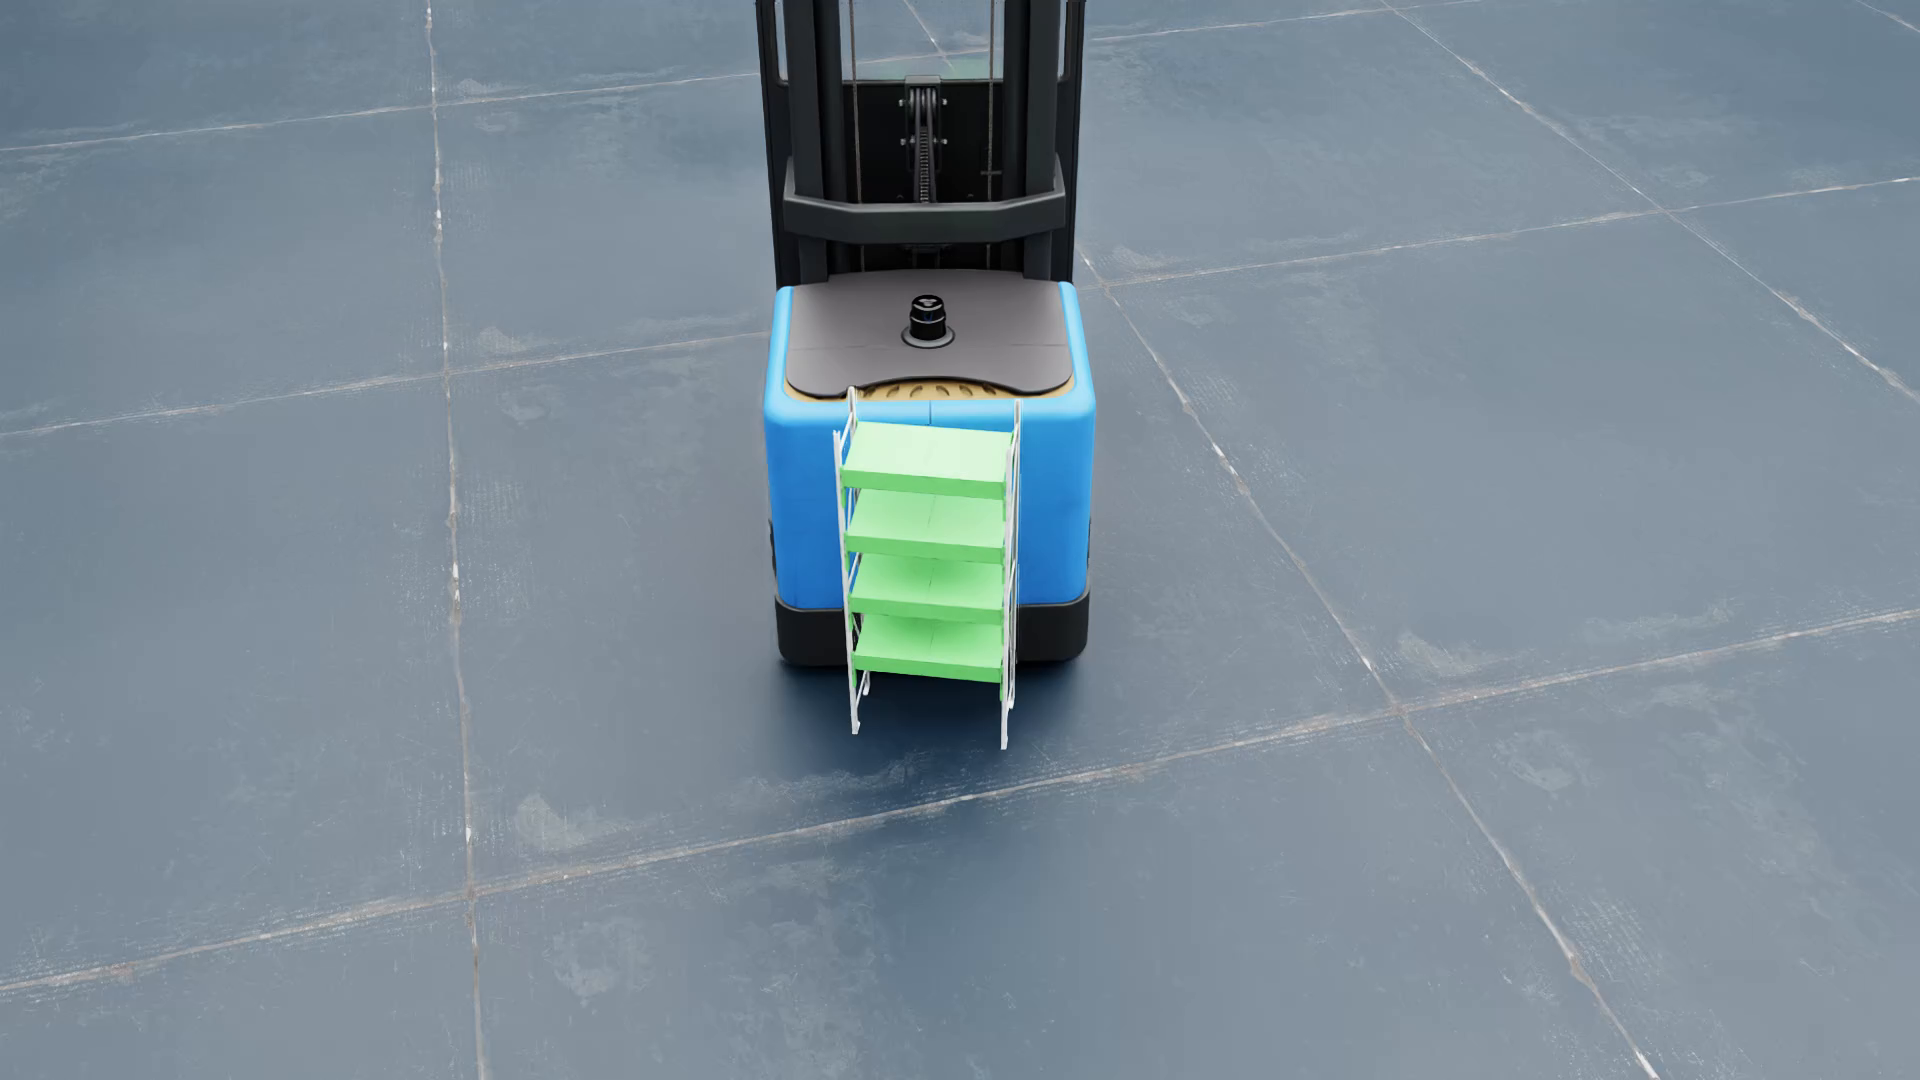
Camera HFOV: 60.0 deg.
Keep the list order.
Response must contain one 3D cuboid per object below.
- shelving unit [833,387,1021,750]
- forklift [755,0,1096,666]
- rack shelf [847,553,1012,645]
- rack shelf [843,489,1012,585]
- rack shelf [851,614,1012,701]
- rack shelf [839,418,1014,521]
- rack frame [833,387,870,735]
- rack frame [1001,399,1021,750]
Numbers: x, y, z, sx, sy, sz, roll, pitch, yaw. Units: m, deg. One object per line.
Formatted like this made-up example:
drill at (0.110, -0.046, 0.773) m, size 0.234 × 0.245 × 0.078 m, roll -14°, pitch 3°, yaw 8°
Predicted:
shelving unit at (-0.088, 0.116, 5.105) m, size 0.503 × 1.200 × 0.258 m, roll 5°, pitch 39°, yaw 6°
forklift at (-0.139, -1.612, 5.945) m, size 1.130 × 2.935 × 3.031 m, roll -1°, pitch 37°, yaw -2°
rack shelf at (-0.087, 0.165, 5.145) m, size 0.480 × 0.148 × 0.258 m, roll 5°, pitch 39°, yaw 6°
rack shelf at (-0.088, -0.021, 4.994) m, size 0.480 × 0.148 × 0.258 m, roll 5°, pitch 39°, yaw 6°
rack shelf at (-0.086, 0.351, 5.296) m, size 0.480 × 0.148 × 0.258 m, roll 5°, pitch 39°, yaw 6°
rack shelf at (-0.089, -0.207, 4.842) m, size 0.480 × 0.148 × 0.258 m, roll 5°, pitch 39°, yaw 6°
rack frame at (-0.329, 0.095, 5.132) m, size 0.015 × 1.200 × 0.240 m, roll 5°, pitch 39°, yaw 6°
rack frame at (0.154, 0.136, 5.078) m, size 0.015 × 1.200 × 0.240 m, roll 5°, pitch 39°, yaw 6°
